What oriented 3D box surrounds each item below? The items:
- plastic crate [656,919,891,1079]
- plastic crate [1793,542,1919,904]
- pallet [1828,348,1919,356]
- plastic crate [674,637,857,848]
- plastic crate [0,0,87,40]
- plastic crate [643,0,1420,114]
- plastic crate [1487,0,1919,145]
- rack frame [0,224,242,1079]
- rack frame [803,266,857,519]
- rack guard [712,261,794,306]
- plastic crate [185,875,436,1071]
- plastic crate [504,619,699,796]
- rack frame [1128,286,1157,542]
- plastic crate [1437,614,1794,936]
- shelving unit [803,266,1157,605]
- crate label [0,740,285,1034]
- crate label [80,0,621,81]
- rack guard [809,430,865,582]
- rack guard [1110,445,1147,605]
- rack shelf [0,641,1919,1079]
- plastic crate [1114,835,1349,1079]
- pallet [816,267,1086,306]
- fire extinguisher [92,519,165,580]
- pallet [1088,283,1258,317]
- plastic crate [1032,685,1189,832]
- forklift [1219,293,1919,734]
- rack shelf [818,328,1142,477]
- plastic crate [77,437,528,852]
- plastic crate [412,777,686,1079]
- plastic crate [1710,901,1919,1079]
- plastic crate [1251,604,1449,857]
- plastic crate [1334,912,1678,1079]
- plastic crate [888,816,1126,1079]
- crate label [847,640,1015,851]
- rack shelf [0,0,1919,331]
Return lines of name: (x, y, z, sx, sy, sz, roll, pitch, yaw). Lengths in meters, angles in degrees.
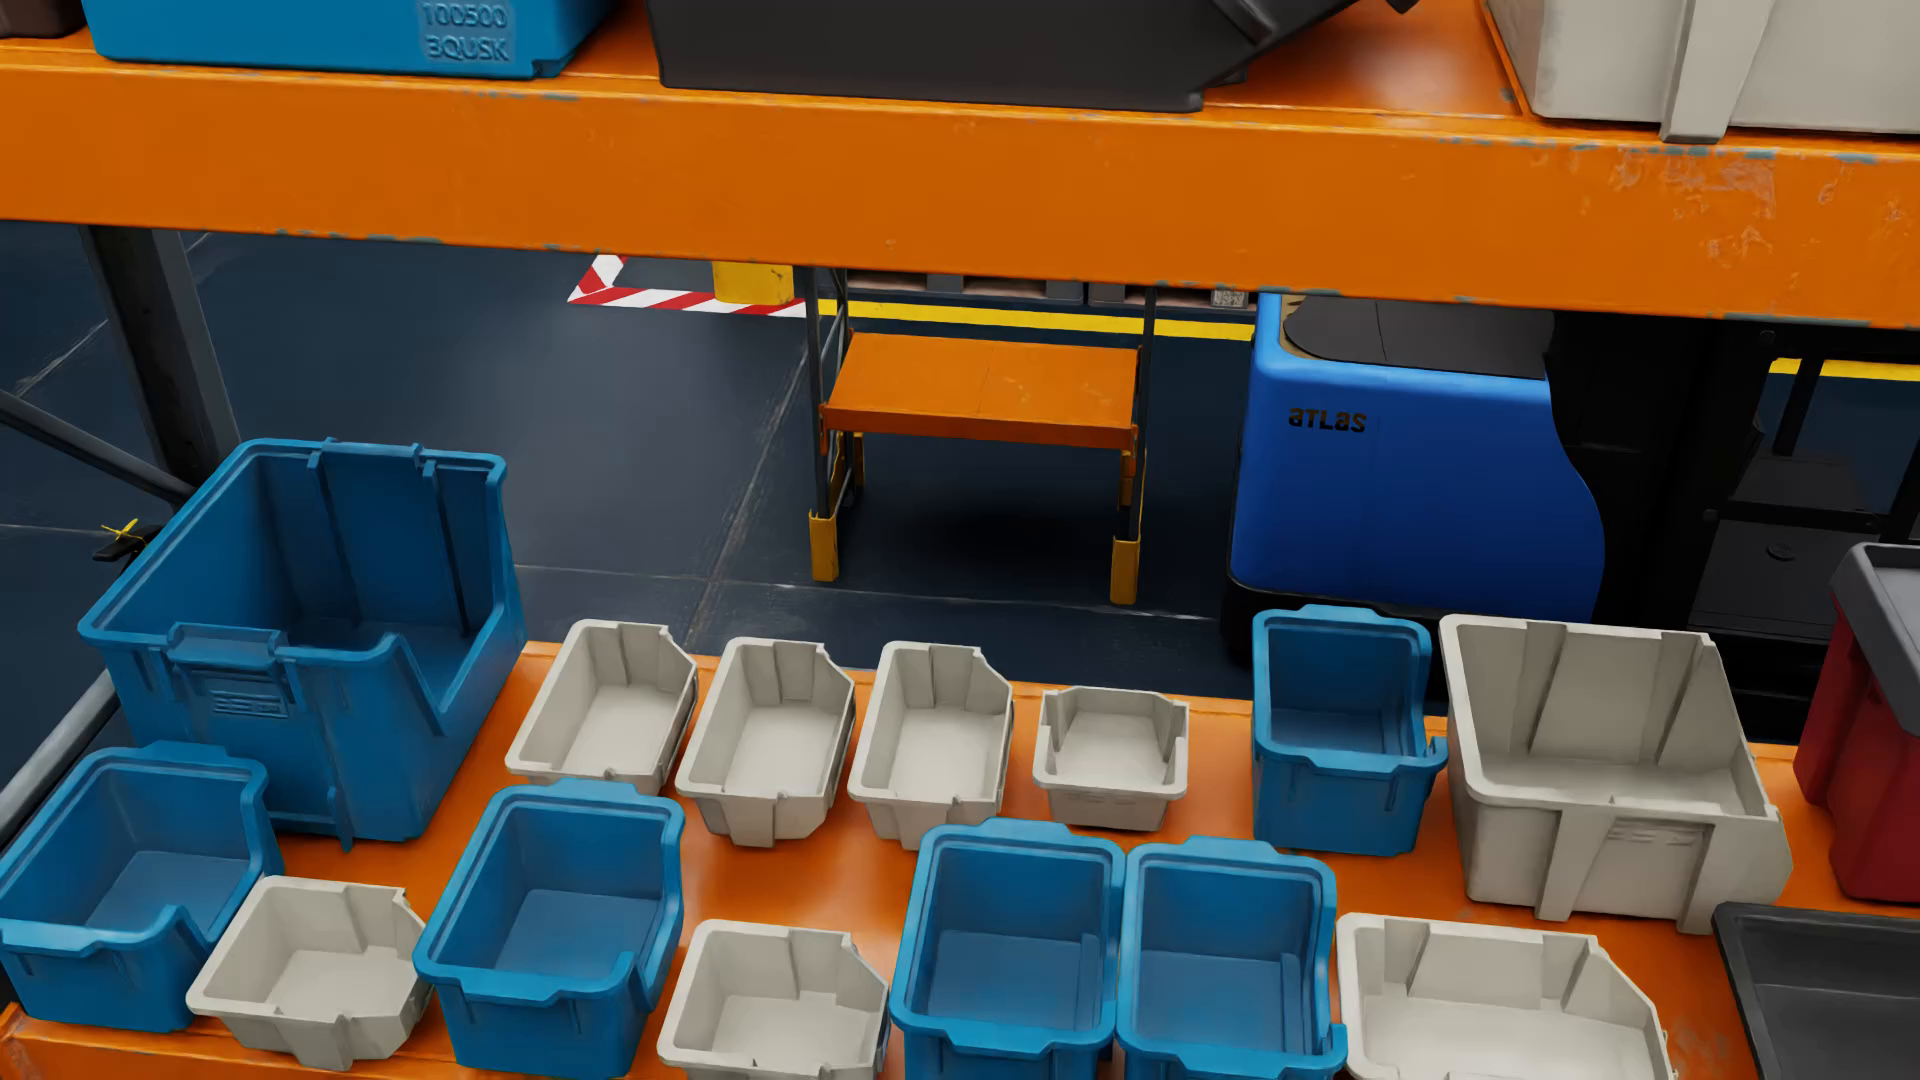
plastic crate: (-0.252, 0.694, 2.371, 0.298, 0.136, 0.250, 4, 36, 6)
plastic crate: (1.678, 0.316, 2.618, 0.583, 0.464, 0.402, 4, 36, 6)
pallet: (3.938, -1.128, 7.148, 1.213, 0.211, 1.003, 4, 36, 6)
plastic crate: (-0.318, 0.350, 2.852, 0.243, 0.136, 0.396, 4, 36, 6)
plastic crate: (-1.089, -0.697, 1.675, 0.590, 0.269, 0.497, 4, 36, 6)
plastic crate: (0.045, -0.643, 1.540, 0.767, 0.338, 0.504, 4, 36, 6)
plastic crate: (0.723, -0.549, 1.457, 0.530, 0.282, 0.437, 4, 36, 6)
rack frame: (-1.436, 0.282, 2.773, 0.127, 3.000, 1.000, 4, 36, 6)
rack frame: (-0.420, -0.642, 5.358, 0.032, 1.500, 0.500, 4, 36, 6)
rack guard: (-0.829, -1.557, 7.501, 0.348, 0.500, 1.175, 4, 36, 6)
plastic crate: (-0.925, 0.644, 2.441, 0.298, 0.136, 0.250, 4, 36, 6)
plastic crate: (-0.604, 0.320, 2.894, 0.243, 0.136, 0.396, 4, 36, 6)
rack frame: (0.589, -0.567, 5.253, 0.032, 1.500, 0.500, 4, 36, 6)
plastic crate: (1.041, 0.382, 2.683, 0.530, 0.282, 0.437, 4, 36, 6)
shelving unit: (0.076, -0.605, 5.306, 1.083, 1.500, 0.587, 4, 36, 6)
crate label: (-1.233, 0.533, 2.513, 0.303, 0.233, 0.416, 4, 36, 6)
crate label: (-0.562, -0.624, 1.589, 0.502, 0.251, 0.408, 4, 36, 6)
rack guard: (-0.418, -0.133, 5.721, 0.087, 0.250, 0.587, 4, 36, 6)
rack guard: (0.570, -0.059, 5.618, 0.087, 0.250, 0.587, 4, 36, 6)
rack shelf: (0.548, 0.722, 2.775, 4.000, 0.370, 1.077, 4, 36, 6)
plastic crate: (0.371, 0.653, 2.346, 0.300, 0.233, 0.416, 4, 36, 6)
pallet: (-0.002, -1.423, 7.562, 1.213, 0.211, 1.003, 4, 36, 6)
fire extinguisher: (-1.527, 0.192, 3.287, 0.183, 0.674, 0.296, 4, 36, 6)
pallet: (1.205, -1.331, 7.434, 1.213, 0.211, 1.003, 4, 36, 6)
plastic crate: (0.257, 0.368, 2.828, 0.250, 0.136, 0.298, 4, 36, 6)
forklift: (2.382, -0.933, 4.535, 3.031, 2.935, 1.130, 6, 36, 9)
rack shelf: (0.085, -0.458, 5.410, 1.000, 0.185, 0.538, 4, 36, 6)
plastic crate: (-1.080, 0.160, 2.862, 0.499, 0.435, 0.616, 4, 36, 6)
plastic crate: (-0.580, 0.582, 2.445, 0.300, 0.233, 0.416, 4, 36, 6)
plastic crate: (1.387, 0.737, 2.320, 0.590, 0.125, 0.437, 4, 36, 6)
plastic crate: (0.634, 0.329, 2.799, 0.300, 0.233, 0.416, 4, 36, 6)
plastic crate: (0.766, 0.705, 2.356, 0.466, 0.136, 0.293, 4, 36, 6)
plastic crate: (0.073, 0.631, 2.377, 0.300, 0.233, 0.416, 4, 36, 6)
crate label: (-0.039, 0.357, 2.843, 0.243, 0.136, 0.396, 4, 36, 6)
rack shelf: (0.548, -0.499, 1.904, 4.000, 0.370, 1.077, 4, 36, 6)
